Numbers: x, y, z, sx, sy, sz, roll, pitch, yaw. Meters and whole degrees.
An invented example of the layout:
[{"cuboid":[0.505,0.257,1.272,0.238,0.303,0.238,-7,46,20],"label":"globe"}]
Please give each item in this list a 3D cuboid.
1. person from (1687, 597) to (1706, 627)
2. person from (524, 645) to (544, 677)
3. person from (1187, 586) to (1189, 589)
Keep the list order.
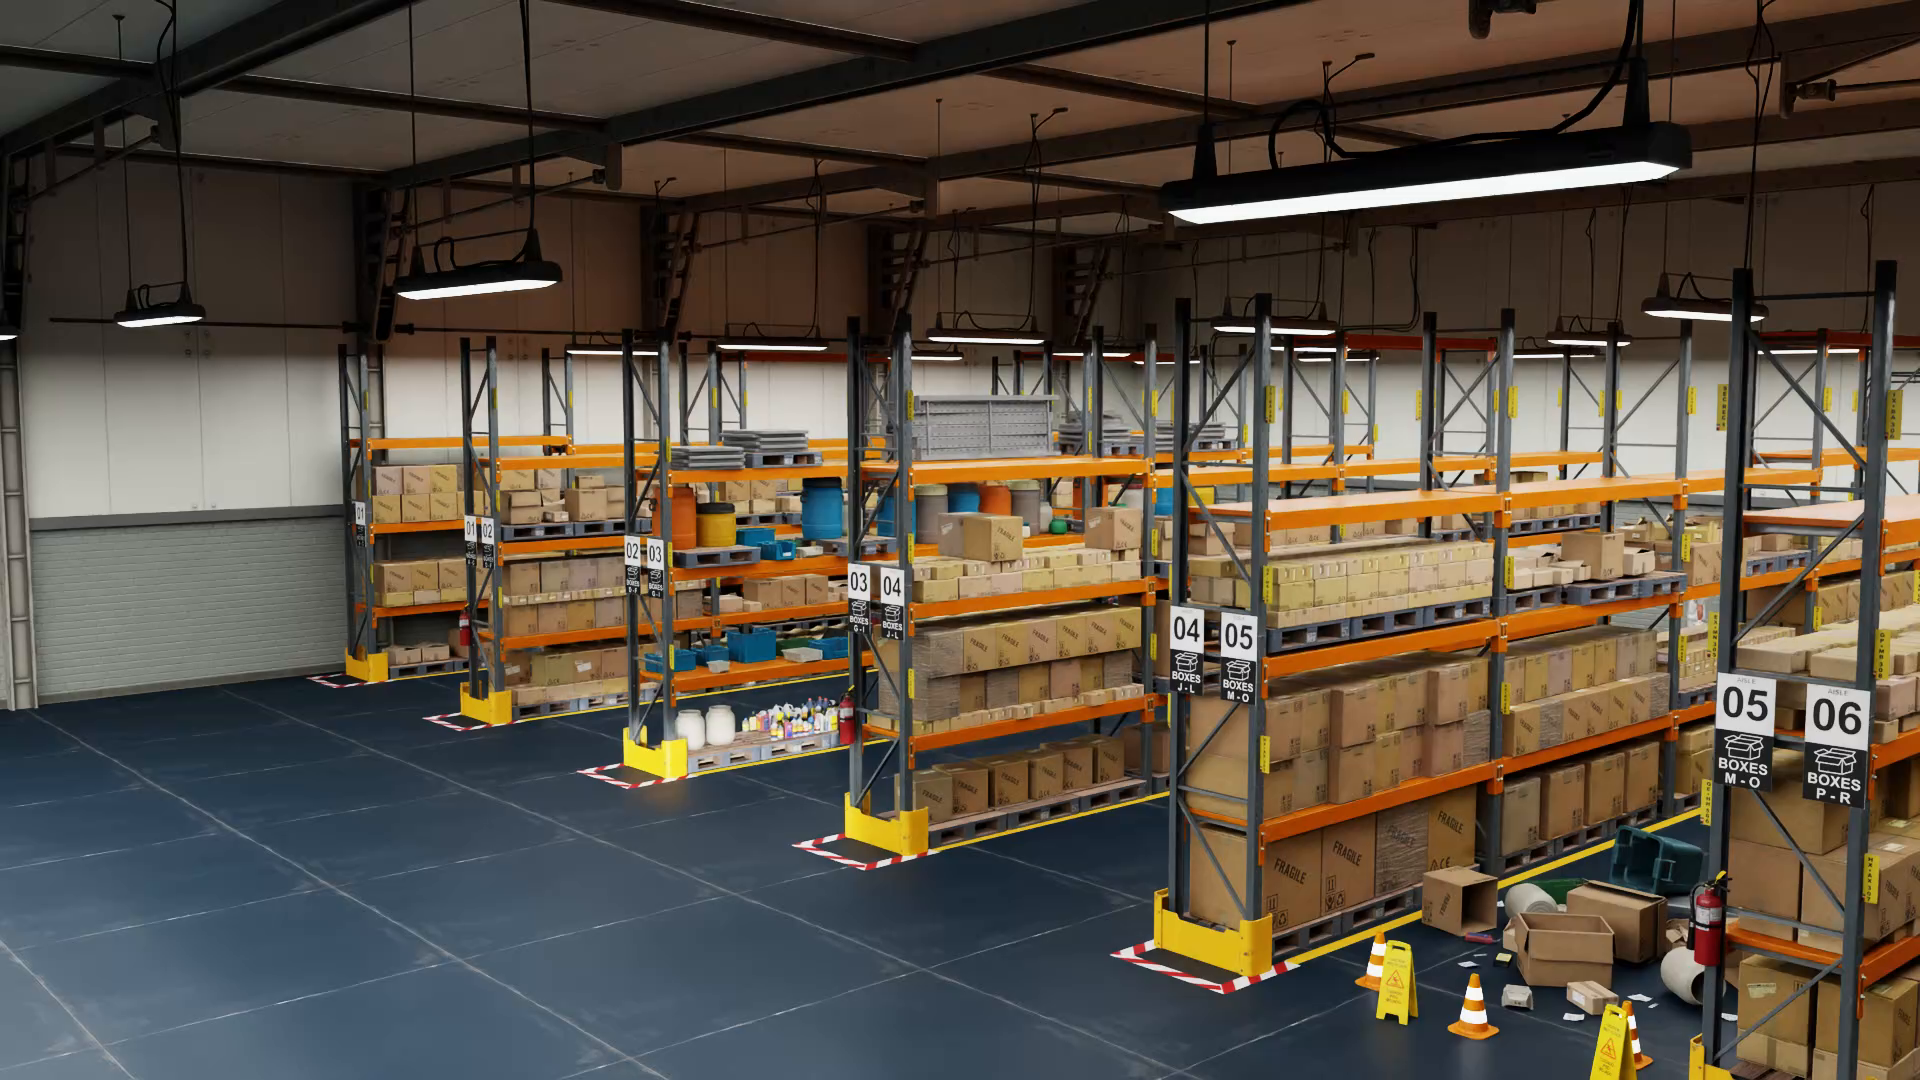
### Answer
[{"cuboid":[13.747,1.498,30.902,0.652,1.778,0.525,3,6,30],"label":"person"},{"cuboid":[-7.724,1.617,29.773,0.509,1.754,0.601,-3,6,-30],"label":"person"},{"cuboid":[4.654,1.186,34.859,0.608,1.656,1.042,5,7,44],"label":"person"}]
